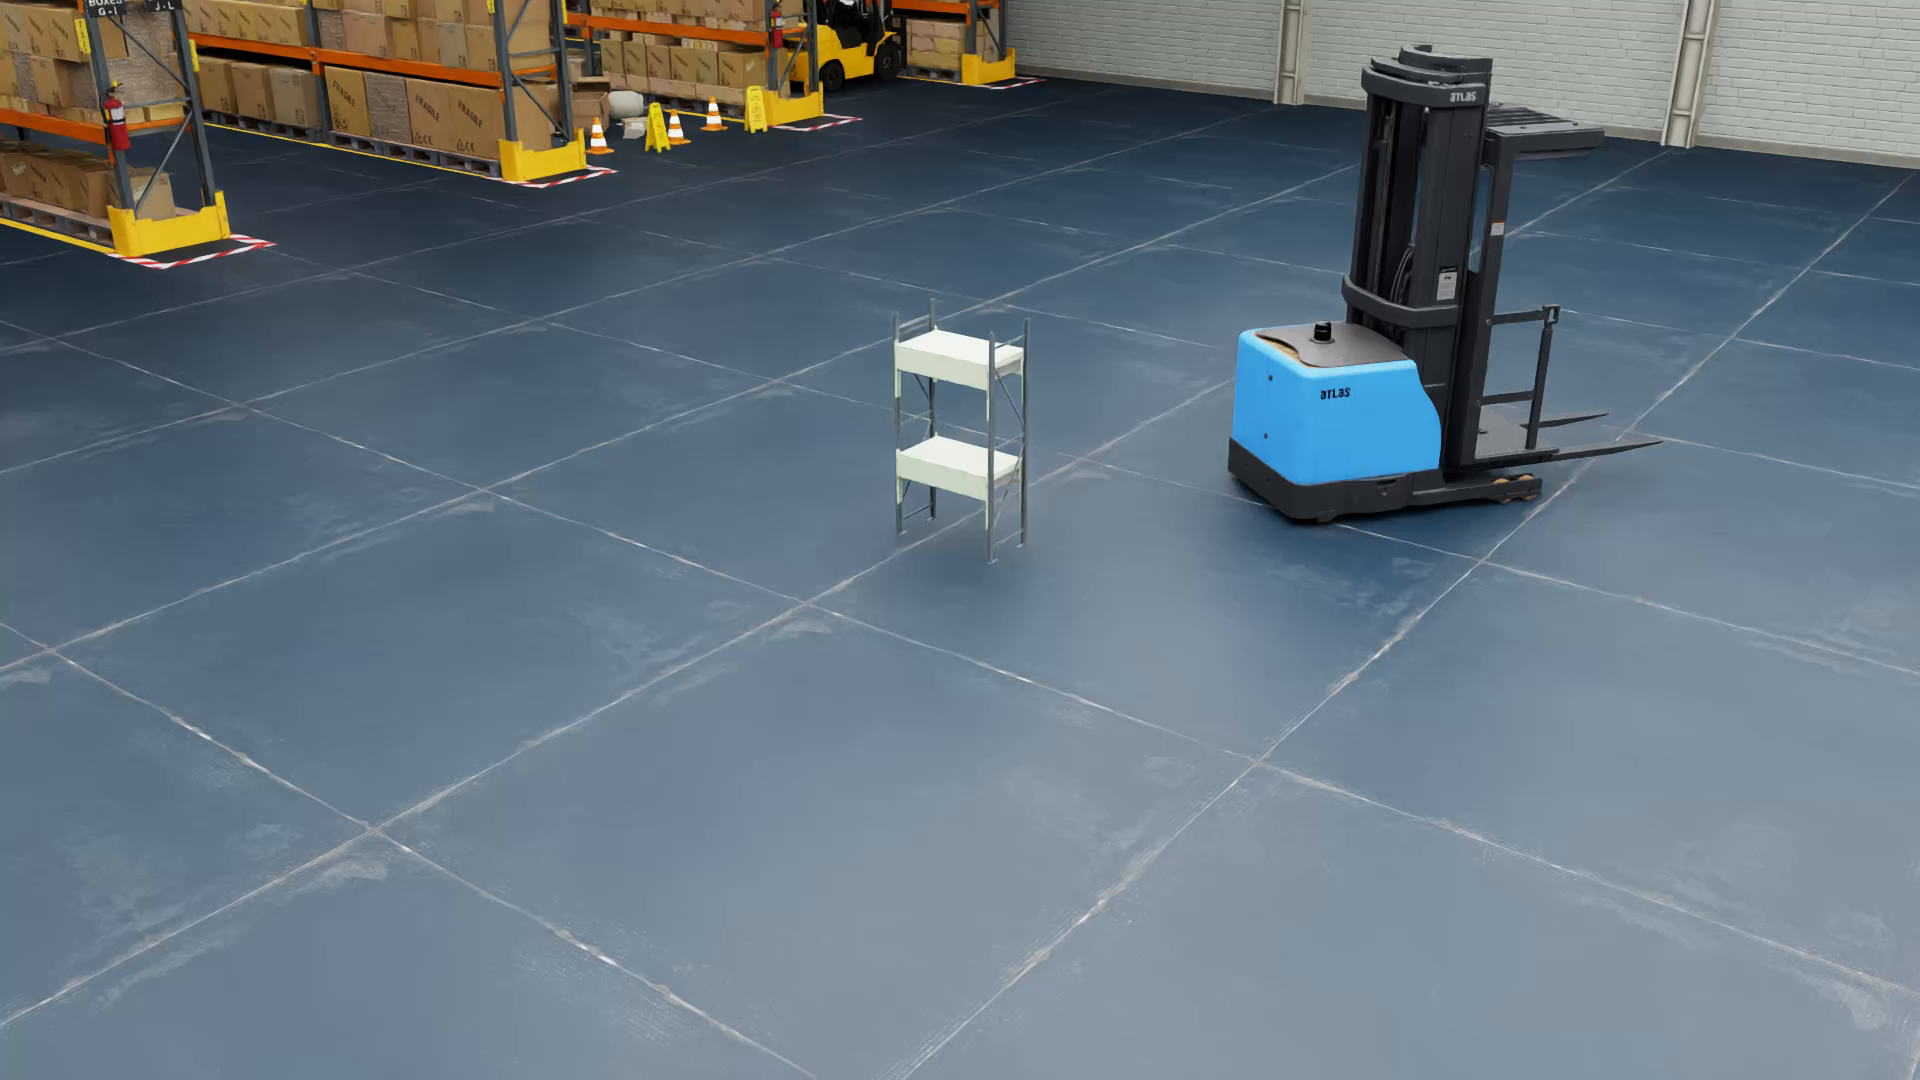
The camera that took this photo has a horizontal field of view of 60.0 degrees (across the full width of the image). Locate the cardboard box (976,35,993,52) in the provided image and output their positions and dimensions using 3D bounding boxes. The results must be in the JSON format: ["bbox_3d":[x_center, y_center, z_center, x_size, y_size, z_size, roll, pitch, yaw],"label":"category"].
[{"bbox_3d":[0.224,-8.693,29.029,0.500,0.250,0.500,17,29,34],"label":"cardboard box"}]

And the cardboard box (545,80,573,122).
[{"bbox_3d":[-6.175,-6.499,24.707,0.503,0.637,0.797,17,29,33],"label":"cardboard box"}]

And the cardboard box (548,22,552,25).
[{"bbox_3d":[-8.442,-10.985,34.540,0.500,0.500,0.500,16,29,33],"label":"cardboard box"}]

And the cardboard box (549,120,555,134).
[{"bbox_3d":[-6.107,-6.021,24.085,0.396,0.266,0.258,-21,31,-39],"label":"cardboard box"}]

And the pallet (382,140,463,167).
[{"bbox_3d":[-7.045,-5.313,22.547,1.213,0.211,1.003,17,29,33],"label":"pallet"}]

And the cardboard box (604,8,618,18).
[{"bbox_3d":[-5.406,-8.376,26.351,0.250,0.149,0.380,18,29,35],"label":"cardboard box"}]

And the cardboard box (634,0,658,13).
[{"bbox_3d":[-4.704,-8.461,25.739,0.500,0.500,0.500,17,29,33],"label":"cardboard box"}]

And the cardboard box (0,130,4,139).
[{"bbox_3d":[-12.121,-4.730,20.320,0.500,0.500,0.700,14,28,29],"label":"cardboard box"}]

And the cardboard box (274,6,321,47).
[{"bbox_3d":[-9.165,-7.179,23.199,0.500,0.500,0.500,17,29,33],"label":"cardboard box"}]

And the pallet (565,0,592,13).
[{"bbox_3d":[-6.223,-8.859,27.373,1.213,0.211,1.003,17,29,33],"label":"pallet"}]

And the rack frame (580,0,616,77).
[{"bbox_3d":[-5.699,-8.715,26.809,0.127,3.000,1.000,17,29,33],"label":"rack frame"}]

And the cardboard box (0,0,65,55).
[{"bbox_3d":[-9.832,-5.484,17.742,0.500,0.500,0.500,17,29,33],"label":"cardboard box"}]

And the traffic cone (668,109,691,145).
[{"bbox_3d":[-4.009,-5.834,23.417,0.334,0.463,0.336,17,29,33],"label":"traffic cone"}]

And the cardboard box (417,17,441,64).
[{"bbox_3d":[-6.536,-6.572,21.759,0.550,0.550,0.875,17,29,33],"label":"cardboard box"}]

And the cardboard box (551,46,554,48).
[{"bbox_3d":[-7.255,-8.171,28.312,0.625,0.372,0.950,18,29,35],"label":"cardboard box"}]

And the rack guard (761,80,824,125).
[{"bbox_3d":[-2.559,-6.622,25.159,0.348,0.500,1.175,17,29,33],"label":"rack guard"}]

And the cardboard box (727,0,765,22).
[{"bbox_3d":[-3.098,-7.972,24.629,0.500,0.500,0.500,16,29,32],"label":"cardboard box"}]

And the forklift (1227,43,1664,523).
[{"bbox_3d":[3.458,-1.787,11.170,3.031,2.935,1.130,-7,25,-16],"label":"forklift"}]

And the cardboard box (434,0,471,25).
[{"bbox_3d":[-6.155,-6.894,21.152,0.550,0.550,0.875,17,29,33],"label":"cardboard box"}]

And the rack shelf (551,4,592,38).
[{"bbox_3d":[-7.299,-8.869,28.051,4.000,0.370,1.077,17,29,33],"label":"rack shelf"}]

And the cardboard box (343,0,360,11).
[{"bbox_3d":[-7.802,-7.460,22.436,0.550,0.550,0.875,17,29,33],"label":"cardboard box"}]

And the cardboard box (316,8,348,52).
[{"bbox_3d":[-8.284,-7.076,22.905,0.550,0.550,0.875,17,29,33],"label":"cardboard box"}]

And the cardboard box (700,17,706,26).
[{"bbox_3d":[-3.732,-7.908,25.290,0.250,0.149,0.380,17,29,34],"label":"cardboard box"}]

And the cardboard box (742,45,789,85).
[{"bbox_3d":[-2.997,-7.314,25.590,0.500,0.500,0.500,16,28,32],"label":"cardboard box"}]

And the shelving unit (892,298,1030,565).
[{"bbox_3d":[0.005,-0.685,10.444,0.755,1.500,0.431,17,29,33],"label":"shelving unit"}]

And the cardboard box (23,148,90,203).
[{"bbox_3d":[-10.339,-4.195,19.131,0.500,0.500,0.500,14,27,29],"label":"cardboard box"}]

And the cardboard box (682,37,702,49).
[{"bbox_3d":[-4.039,-7.624,25.488,0.250,0.149,0.380,18,30,35],"label":"cardboard box"}]

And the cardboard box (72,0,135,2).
[{"bbox_3d":[-9.114,-5.534,17.856,0.500,0.500,0.500,17,29,33],"label":"cardboard box"}]

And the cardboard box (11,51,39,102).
[{"bbox_3d":[-9.711,-5.091,18.091,0.500,0.500,0.875,17,29,33],"label":"cardboard box"}]

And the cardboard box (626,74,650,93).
[{"bbox_3d":[-4.955,-7.293,26.472,0.500,0.250,0.500,19,30,36],"label":"cardboard box"}]

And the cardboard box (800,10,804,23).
[{"bbox_3d":[-3.149,-9.545,31.118,0.625,0.625,0.875,18,30,36],"label":"cardboard box"}]

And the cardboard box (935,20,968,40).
[{"bbox_3d":[-0.080,-8.752,28.543,0.500,0.250,0.500,18,29,35],"label":"cardboard box"}]

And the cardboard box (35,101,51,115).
[{"bbox_3d":[-9.803,-4.734,18.087,0.250,0.149,0.380,17,29,33],"label":"cardboard box"}]

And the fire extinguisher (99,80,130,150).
[{"bbox_3d":[-8.626,-4.338,16.972,0.183,0.674,0.296,17,29,33],"label":"fire extinguisher"}]

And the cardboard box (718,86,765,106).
[{"bbox_3d":[-3.325,-6.796,25.343,0.500,0.250,0.500,17,29,33],"label":"cardboard box"}]

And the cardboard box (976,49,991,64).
[{"bbox_3d":[0.200,-8.466,29.133,0.500,0.250,0.500,17,29,34],"label":"cardboard box"}]

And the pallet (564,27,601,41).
[{"bbox_3d":[-7.472,-10.496,34.311,1.213,0.211,1.003,17,29,33],"label":"pallet"}]

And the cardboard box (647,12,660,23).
[{"bbox_3d":[-4.621,-8.108,25.743,0.250,0.149,0.380,17,29,34],"label":"cardboard box"}]

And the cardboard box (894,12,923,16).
[{"bbox_3d":[-0.997,-9.289,29.761,0.500,0.250,0.500,16,28,32],"label":"cardboard box"}]

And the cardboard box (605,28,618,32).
[{"bbox_3d":[-6.787,-10.490,33.417,0.500,0.500,0.500,16,29,33],"label":"cardboard box"}]

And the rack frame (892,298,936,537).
[{"bbox_3d":[-0.288,-0.773,10.645,0.023,1.500,0.400,17,29,33],"label":"rack frame"}]

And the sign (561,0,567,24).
[{"bbox_3d":[-5.048,-6.736,21.146,0.005,0.325,0.100,17,29,33],"label":"sign"}]

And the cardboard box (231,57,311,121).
[{"bbox_3d":[-9.907,-6.611,24.305,0.750,0.750,1.050,17,29,33],"label":"cardboard box"}]

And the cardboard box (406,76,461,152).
[{"bbox_3d":[-6.674,-5.701,22.082,0.875,0.875,0.875,16,29,32],"label":"cardboard box"}]

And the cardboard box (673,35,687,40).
[{"bbox_3d":[-4.656,-7.813,26.721,0.500,0.500,0.500,17,29,34],"label":"cardboard box"}]

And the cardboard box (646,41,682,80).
[{"bbox_3d":[-4.539,-7.510,26.035,0.500,0.500,0.500,19,30,36],"label":"cardboard box"}]

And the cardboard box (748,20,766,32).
[{"bbox_3d":[-2.926,-7.654,24.713,0.250,0.149,0.380,18,29,35],"label":"cardboard box"}]

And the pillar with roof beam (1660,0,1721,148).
[{"bbox_3d":[7.480,-8.264,18.344,0.400,9.000,9.100,17,29,33],"label":"pillar with roof beam"}]

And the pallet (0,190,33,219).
[{"bbox_3d":[-11.084,-4.090,19.772,1.213,0.211,1.003,17,29,33],"label":"pallet"}]

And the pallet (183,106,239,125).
[{"bbox_3d":[-11.202,-6.569,25.398,1.213,0.211,1.003,17,29,33],"label":"pallet"}]

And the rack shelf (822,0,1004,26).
[{"bbox_3d":[-1.124,-9.504,29.493,4.000,0.370,1.077,17,29,33],"label":"rack shelf"}]

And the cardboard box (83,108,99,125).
[{"bbox_3d":[-8.993,-4.498,17.550,0.250,0.149,0.380,17,29,33],"label":"cardboard box"}]

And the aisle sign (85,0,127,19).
[{"bbox_3d":[-8.572,-5.628,16.579,0.004,0.787,0.394,17,29,33],"label":"aisle sign"}]

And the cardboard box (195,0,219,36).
[{"bbox_3d":[-10.778,-7.666,24.306,0.500,0.500,0.500,17,29,33],"label":"cardboard box"}]

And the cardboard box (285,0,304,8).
[{"bbox_3d":[-8.987,-7.715,23.175,0.500,0.500,0.700,16,29,32],"label":"cardboard box"}]
